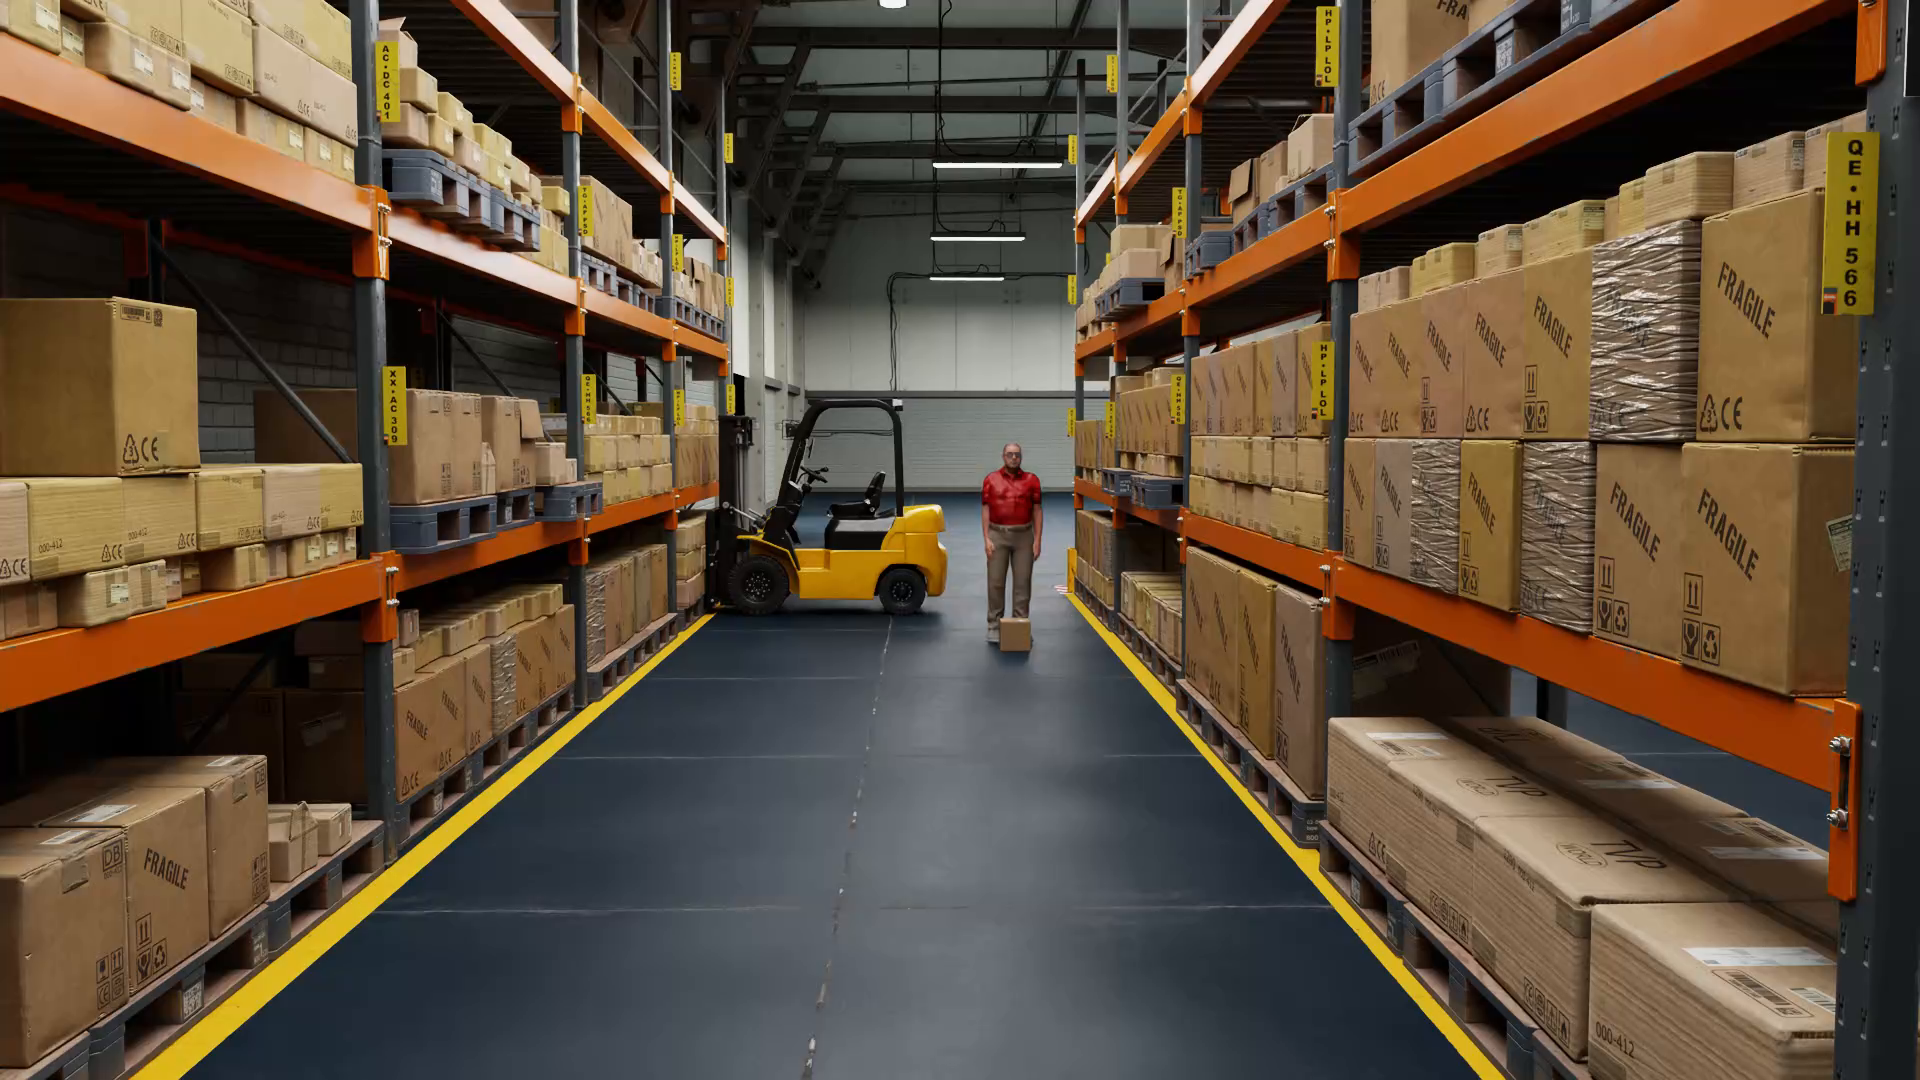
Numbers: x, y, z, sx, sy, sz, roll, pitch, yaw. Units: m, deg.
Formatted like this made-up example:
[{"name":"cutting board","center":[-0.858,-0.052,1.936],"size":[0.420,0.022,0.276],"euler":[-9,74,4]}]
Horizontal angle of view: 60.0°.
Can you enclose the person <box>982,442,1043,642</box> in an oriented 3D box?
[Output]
[{"name":"person","center":[0.455,0.019,14.427],"size":[0.531,1.728,0.359],"euler":[0,4,-1]}]
